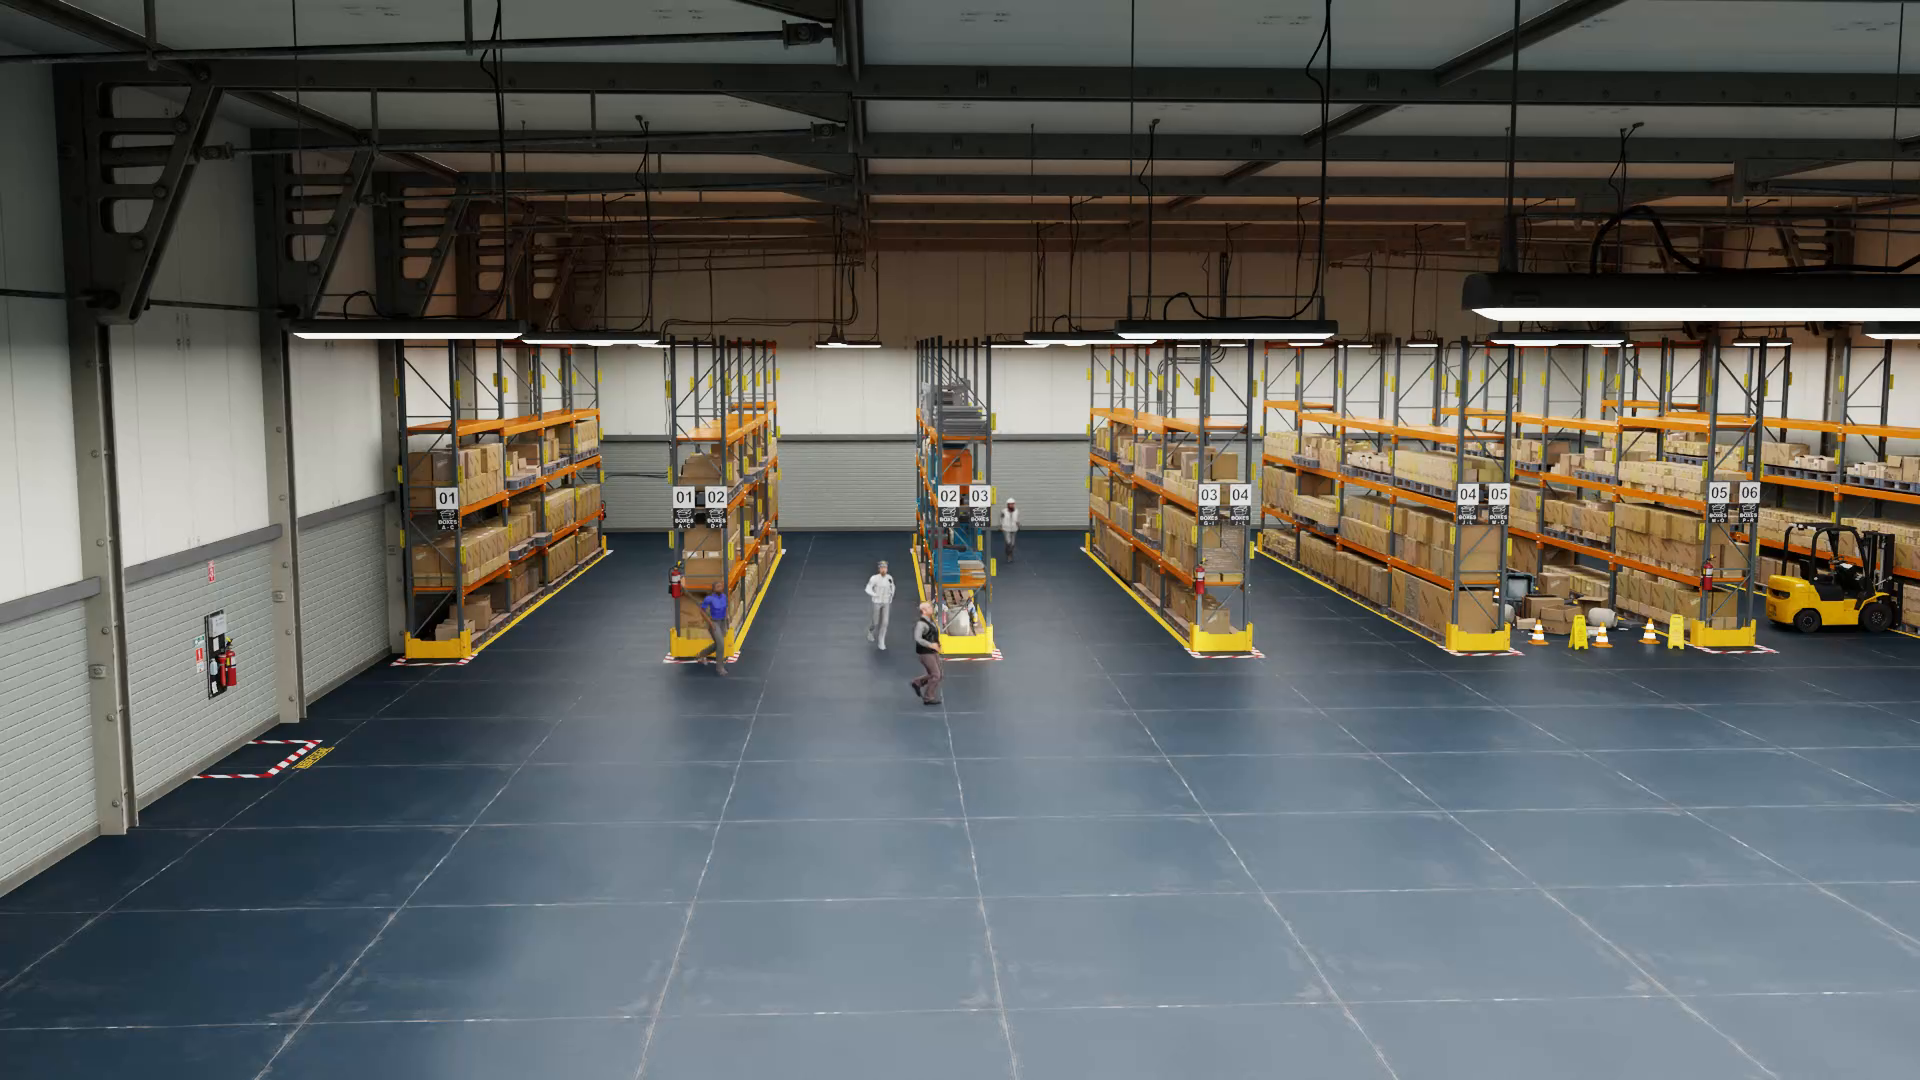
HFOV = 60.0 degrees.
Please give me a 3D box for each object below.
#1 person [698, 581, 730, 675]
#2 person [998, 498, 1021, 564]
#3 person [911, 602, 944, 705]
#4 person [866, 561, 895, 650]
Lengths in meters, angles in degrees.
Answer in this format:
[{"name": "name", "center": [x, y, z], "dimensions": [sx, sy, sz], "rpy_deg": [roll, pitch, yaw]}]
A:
[{"name": "person", "center": [-4.379, 1.551, 29.688], "dimensions": [0.748, 1.680, 0.583], "rpy_deg": [5, 8, 36]}, {"name": "person", "center": [1.355, -0.247, 45.009], "dimensions": [0.580, 1.788, 0.838], "rpy_deg": [-2, 7, -16]}, {"name": "person", "center": [-0.534, 1.871, 26.950], "dimensions": [0.609, 1.601, 0.657], "rpy_deg": [2, 7, 15]}, {"name": "person", "center": [-1.534, 1.232, 32.283], "dimensions": [0.626, 1.701, 0.809], "rpy_deg": [-2, 7, -17]}]
